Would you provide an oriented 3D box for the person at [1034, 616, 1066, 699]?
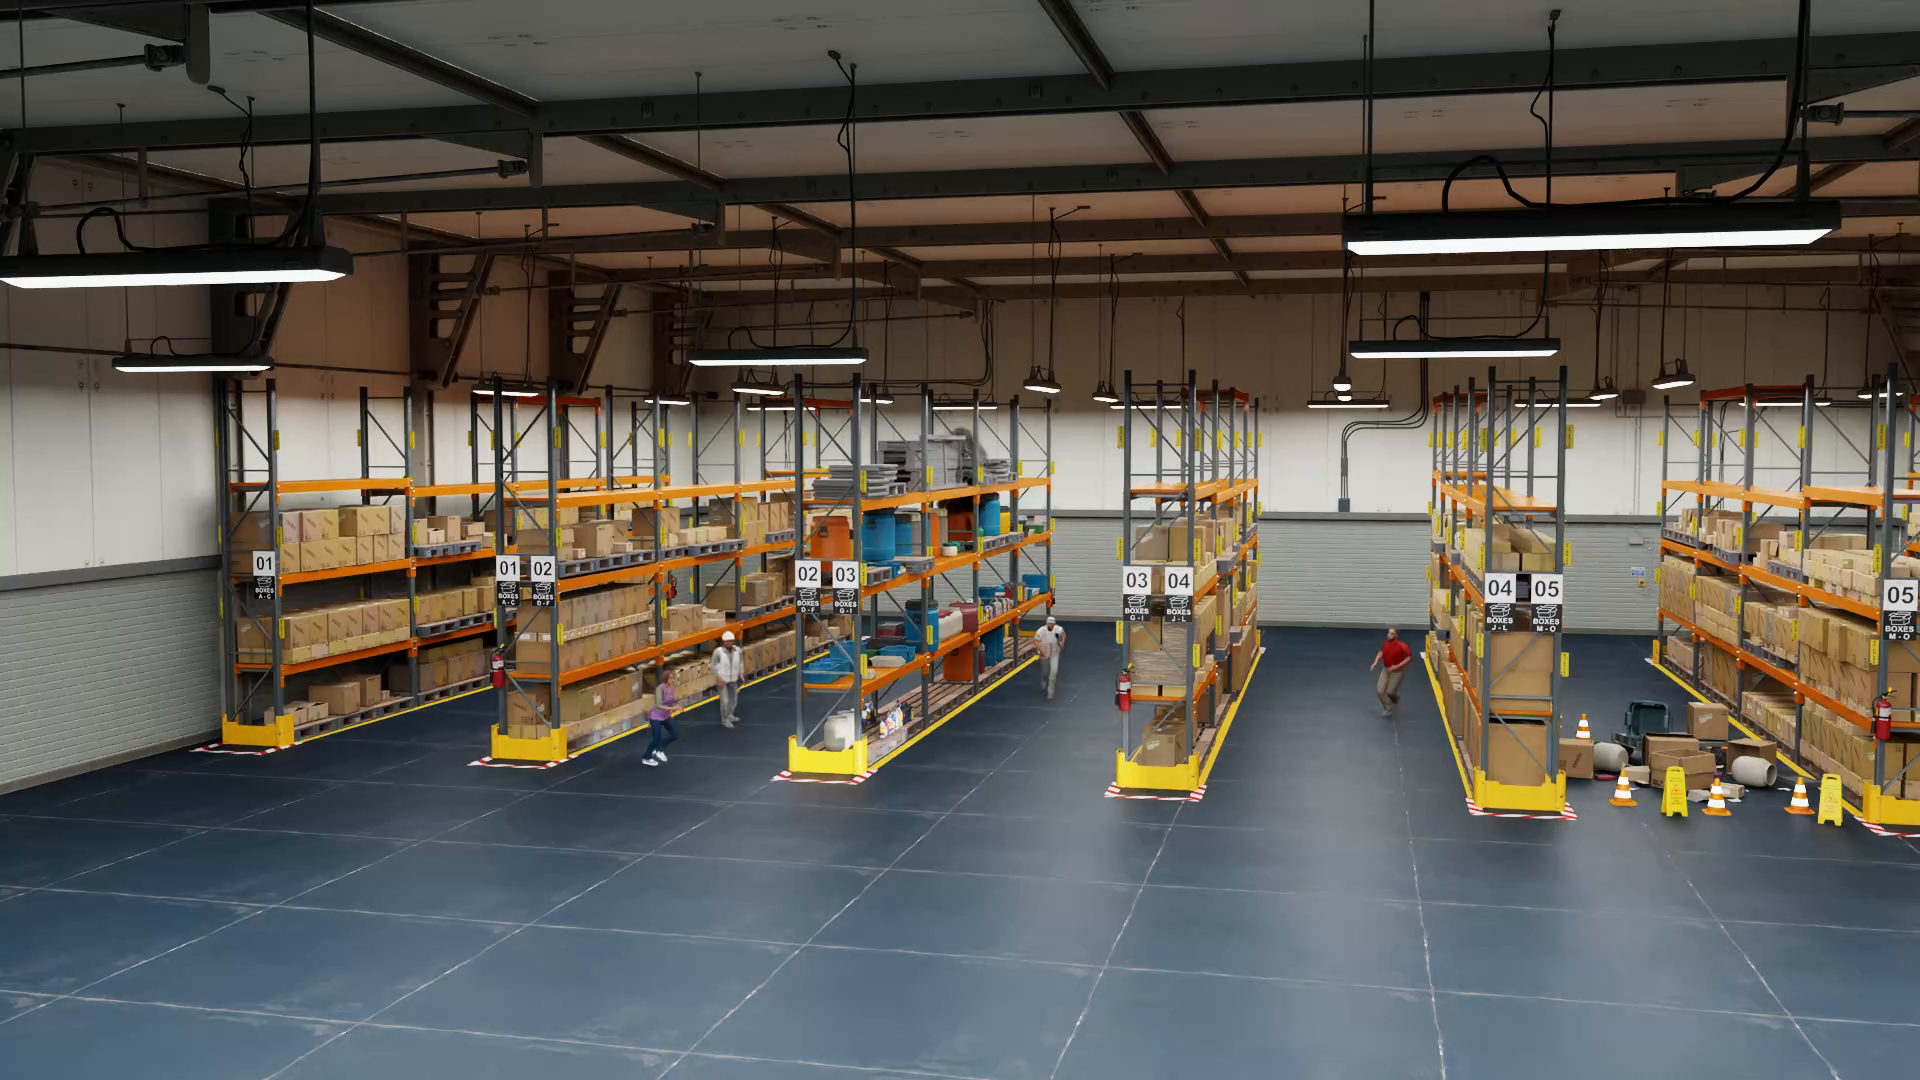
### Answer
[{"bbox_3d":[1.733,2.275,32.573,0.600,1.633,0.984,-1,3,-8],"label":"person"}]

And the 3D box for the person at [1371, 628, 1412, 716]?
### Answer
[{"bbox_3d":[7.867,2.400,30.186,0.743,1.638,0.552,3,5,43],"label":"person"}]

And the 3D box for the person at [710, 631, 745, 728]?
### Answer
[{"bbox_3d":[-4.070,2.422,29.008,0.657,1.722,0.815,-2,4,-32],"label":"person"}]

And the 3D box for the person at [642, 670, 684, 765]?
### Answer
[{"bbox_3d":[-4.546,2.727,25.491,0.802,1.503,0.537,2,4,29],"label":"person"}]
